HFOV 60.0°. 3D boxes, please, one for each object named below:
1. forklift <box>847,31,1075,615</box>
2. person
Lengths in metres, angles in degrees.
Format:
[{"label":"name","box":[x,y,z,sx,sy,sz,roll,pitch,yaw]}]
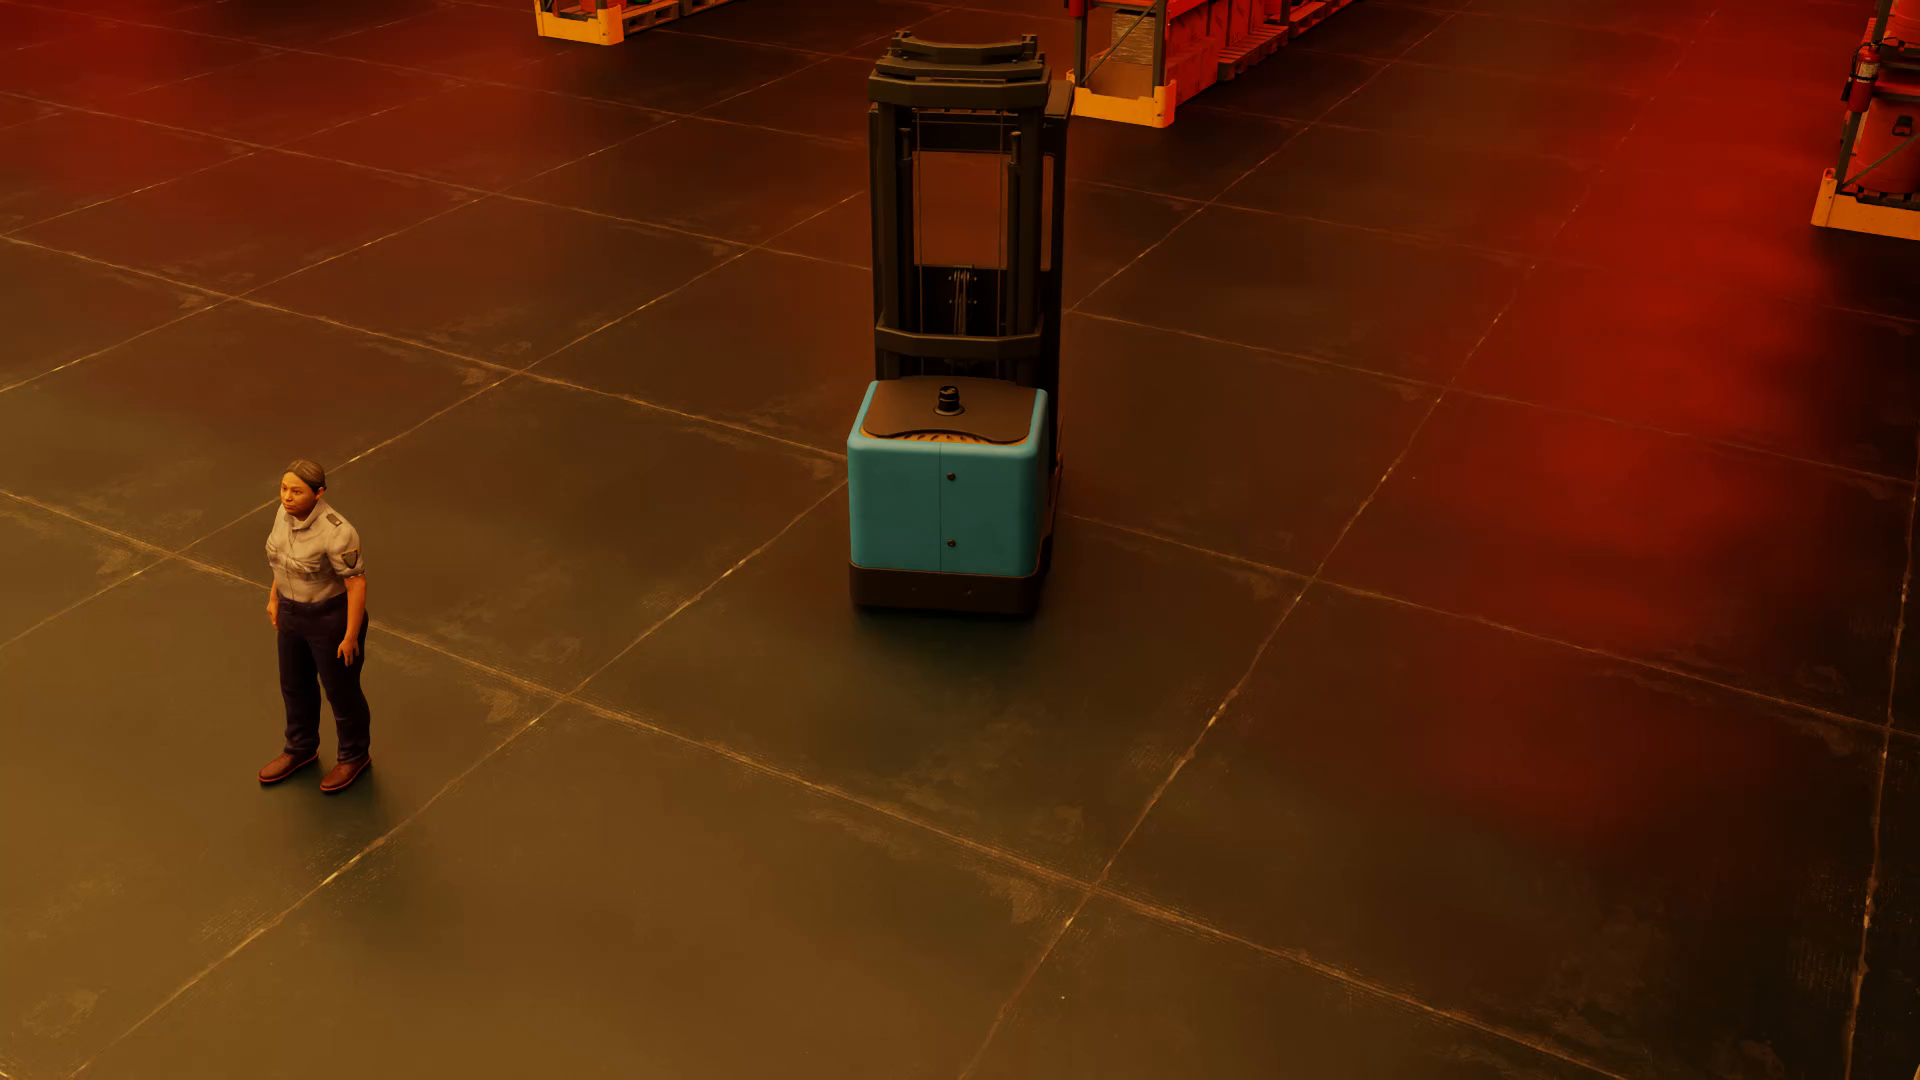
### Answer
[{"label":"forklift","box":[0.072,-1.572,9.794,1.130,2.935,3.031,3,30,6]},{"label":"person","box":[-3.012,0.411,7.628,0.598,1.651,0.502,17,34,27]}]
